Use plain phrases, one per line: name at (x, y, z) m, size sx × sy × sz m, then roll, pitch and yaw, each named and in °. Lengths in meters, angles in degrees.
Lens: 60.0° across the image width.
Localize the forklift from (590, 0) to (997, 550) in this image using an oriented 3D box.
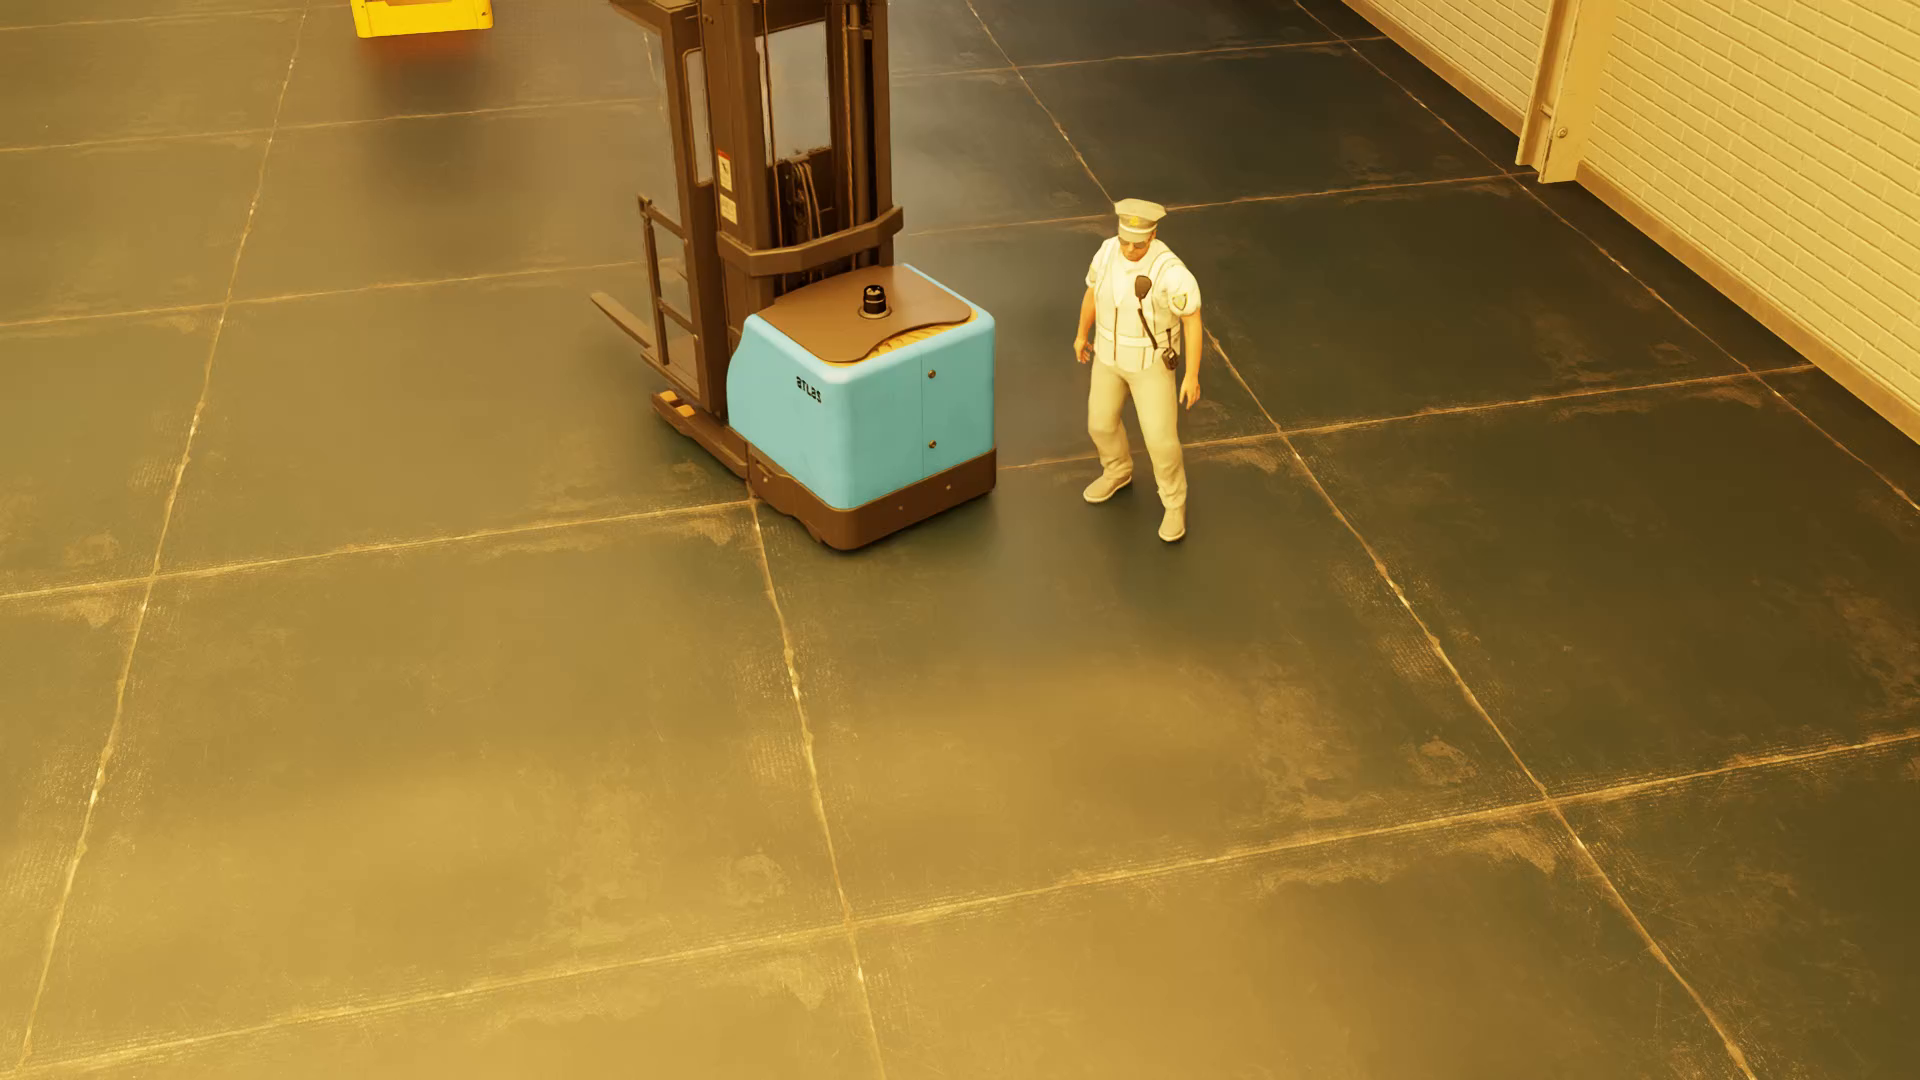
forklift at (-1.103, -1.942, 8.749) m, size 1.130 × 2.935 × 3.031 m, roll -24°, pitch 42°, yaw -30°

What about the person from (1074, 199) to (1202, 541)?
person at (0.889, -0.904, 8.344) m, size 0.818 × 1.724 × 0.409 m, roll 23°, pitch 42°, yaw 29°
